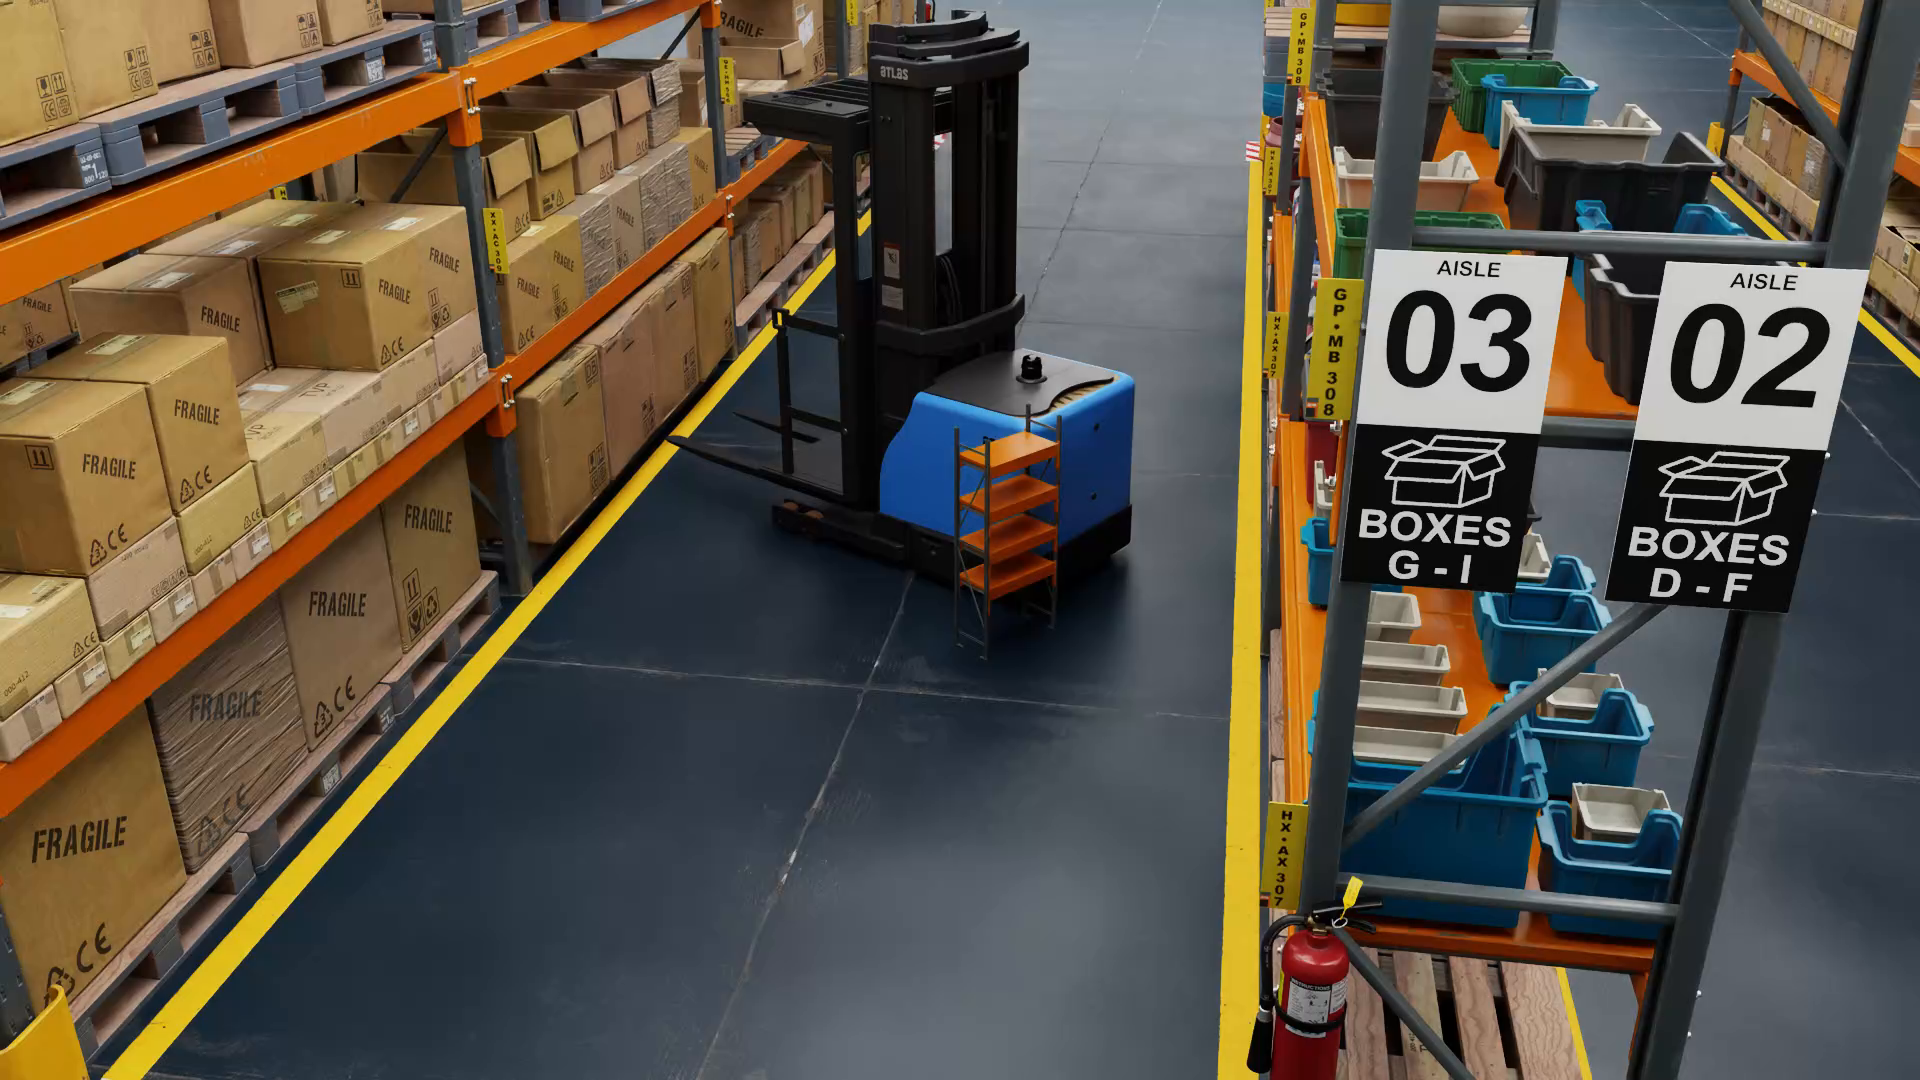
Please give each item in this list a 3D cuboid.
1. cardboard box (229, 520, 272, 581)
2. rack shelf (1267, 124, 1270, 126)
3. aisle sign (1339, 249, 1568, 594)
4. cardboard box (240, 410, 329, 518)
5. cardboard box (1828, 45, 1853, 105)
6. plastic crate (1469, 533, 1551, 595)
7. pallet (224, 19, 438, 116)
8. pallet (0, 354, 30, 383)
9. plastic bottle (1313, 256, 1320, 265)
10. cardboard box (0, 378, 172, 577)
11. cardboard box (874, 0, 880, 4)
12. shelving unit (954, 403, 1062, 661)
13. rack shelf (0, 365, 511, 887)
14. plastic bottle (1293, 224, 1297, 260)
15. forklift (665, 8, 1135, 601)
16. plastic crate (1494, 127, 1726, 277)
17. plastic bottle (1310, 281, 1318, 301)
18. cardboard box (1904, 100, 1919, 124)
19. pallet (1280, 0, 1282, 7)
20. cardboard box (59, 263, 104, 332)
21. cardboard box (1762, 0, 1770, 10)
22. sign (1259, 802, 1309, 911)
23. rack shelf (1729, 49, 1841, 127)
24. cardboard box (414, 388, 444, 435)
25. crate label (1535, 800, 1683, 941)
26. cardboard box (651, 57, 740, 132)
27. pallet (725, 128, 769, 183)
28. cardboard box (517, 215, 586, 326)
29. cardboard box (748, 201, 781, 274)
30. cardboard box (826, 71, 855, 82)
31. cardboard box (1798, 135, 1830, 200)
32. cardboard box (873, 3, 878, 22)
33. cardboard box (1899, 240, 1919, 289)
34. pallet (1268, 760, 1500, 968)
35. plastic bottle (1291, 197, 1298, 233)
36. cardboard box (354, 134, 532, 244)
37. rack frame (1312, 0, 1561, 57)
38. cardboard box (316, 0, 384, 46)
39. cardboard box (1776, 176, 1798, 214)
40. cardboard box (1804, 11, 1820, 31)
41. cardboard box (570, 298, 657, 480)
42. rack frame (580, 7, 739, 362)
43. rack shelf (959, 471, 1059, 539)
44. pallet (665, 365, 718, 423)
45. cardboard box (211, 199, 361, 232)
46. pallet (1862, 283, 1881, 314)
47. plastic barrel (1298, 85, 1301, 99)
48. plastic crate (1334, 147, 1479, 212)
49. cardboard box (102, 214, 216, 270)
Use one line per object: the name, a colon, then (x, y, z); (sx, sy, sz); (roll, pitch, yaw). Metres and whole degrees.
cardboard box: (-2.917, 0.027, 6.449); (0.380, 0.149, 0.250); (4, 25, 8)
rack shelf: (3.666, -4.609, 16.907); (1.077, 0.370, 4.000); (4, 25, 9)
aisle sign: (1.077, -0.247, 3.673); (0.394, 0.787, 0.004); (4, 25, 9)
cardboard box: (-2.919, -0.318, 6.717); (0.500, 0.250, 0.500); (4, 25, 7)
cardboard box: (8.371, -4.206, 15.079); (0.700, 0.500, 0.500); (4, 25, 8)
plastic crate: (2.044, 0.089, 6.262); (0.293, 0.136, 0.466); (4, 25, 9)
pallet: (-2.999, -2.073, 7.206); (1.003, 0.211, 1.213); (4, 25, 9)
pallet: (-7.409, -1.056, 11.757); (1.003, 0.211, 1.213); (4, 25, 9)
plastic bottle: (2.053, -1.500, 9.569); (0.097, 0.271, 0.097); (0, 25, 0)
cardboard box: (-3.082, -0.220, 5.624); (0.500, 0.500, 0.500); (3, 25, 7)
cardboard box: (-1.060, -5.663, 16.663); (0.500, 0.500, 0.500); (4, 25, 9)
shelving unit: (0.238, -0.038, 8.416); (0.503, 1.200, 0.258); (-21, 32, -38)
rack shelf: (-3.182, 0.067, 6.918); (1.077, 0.370, 4.000); (4, 25, 9)
plastic bottle: (2.115, -1.871, 10.347); (0.061, 0.283, 0.133); (4, 25, 9)
forklift: (-0.491, -1.491, 9.478); (3.031, 2.935, 1.130); (18, 31, 34)
plastic crate: (1.899, -1.030, 4.947); (0.504, 0.338, 0.767); (4, 25, 9)
plastic bottle: (1.889, -1.215, 8.865); (0.144, 0.351, 0.185); (4, 25, 9)
cardboard box: (8.188, -3.477, 13.816); (0.500, 0.250, 0.500); (6, 26, 12)
pallet: (2.464, -3.385, 10.129); (1.003, 0.211, 1.213); (4, 25, 9)
cardboard box: (-6.927, -1.919, 12.765); (0.500, 0.500, 0.500); (4, 25, 8)
cardboard box: (8.602, -5.616, 17.328); (0.380, 0.149, 0.250); (4, 25, 8)
sign: (0.833, 0.815, 4.278); (0.100, 0.325, 0.005); (4, 25, 9)
rack shelf: (8.552, -4.264, 16.171); (1.077, 0.370, 4.000); (4, 25, 9)
cardboard box: (-2.665, -0.617, 7.825); (0.380, 0.149, 0.250); (4, 25, 8)
crate label: (1.743, 0.889, 4.440); (0.416, 0.233, 0.303); (4, 25, 9)
cardboard box: (-2.160, -3.473, 13.018); (0.700, 0.500, 0.500); (8, 26, 16)
pallet: (-2.190, -2.987, 12.820); (1.213, 0.211, 1.003); (4, 25, 9)
cardboard box: (-2.452, -1.526, 9.355); (0.500, 0.500, 0.500); (4, 25, 9)
cardboard box: (-1.947, -2.588, 14.170); (0.700, 0.500, 0.500); (6, 26, 13)
cardboard box: (-1.215, -4.397, 15.902); (0.380, 0.149, 0.250); (4, 25, 9)
cardboard box: (8.179, -3.456, 15.458); (0.500, 0.500, 0.500); (4, 25, 9)
cardboard box: (-1.314, -5.228, 16.913); (0.875, 0.500, 0.500); (4, 25, 9)
cardboard box: (7.662, -2.154, 12.900); (0.500, 0.311, 0.500); (5, 25, 10)
pallet: (1.753, 1.332, 6.655); (1.003, 0.211, 1.213); (4, 25, 9)
plastic bottle: (2.250, -2.162, 10.982); (0.097, 0.271, 0.097); (0, 25, 0)
cardboard box: (-2.759, -1.863, 8.891); (0.797, 0.503, 0.637); (3, 25, 7)
rack frame: (2.032, -3.470, 6.548); (1.000, 3.000, 0.127); (4, 25, 9)
cardboard box: (-2.923, -2.404, 7.077); (0.700, 0.500, 0.500); (3, 25, 5)
cardboard box: (8.244, -3.326, 16.066); (0.500, 0.250, 0.500); (4, 25, 9)
cardboard box: (8.350, -4.974, 15.954); (0.380, 0.149, 0.250); (4, 25, 9)
cardboard box: (-2.625, -0.966, 10.287); (1.225, 0.875, 0.875); (3, 25, 7)
rack frame: (-2.201, -2.769, 12.127); (1.000, 3.000, 0.127); (4, 25, 9)
rack shelf: (0.238, -0.180, 8.350); (0.480, 0.148, 0.258); (-21, 32, -38)
pallet: (-2.404, -1.181, 12.024); (1.003, 0.211, 1.213); (4, 25, 9)
cardboard box: (-3.185, -1.320, 7.972); (0.500, 0.500, 0.500); (4, 25, 9)
pallet: (8.143, -2.180, 14.158); (1.003, 0.211, 1.213); (4, 25, 9)
plastic barrel: (2.776, -3.287, 13.074); (0.433, 0.535, 0.433); (0, 25, 0)
plastic crate: (1.471, -1.200, 5.548); (0.437, 0.136, 0.530); (4, 25, 9)
cardboard box: (-6.890, -2.574, 13.870); (1.050, 0.750, 0.750); (4, 25, 8)
